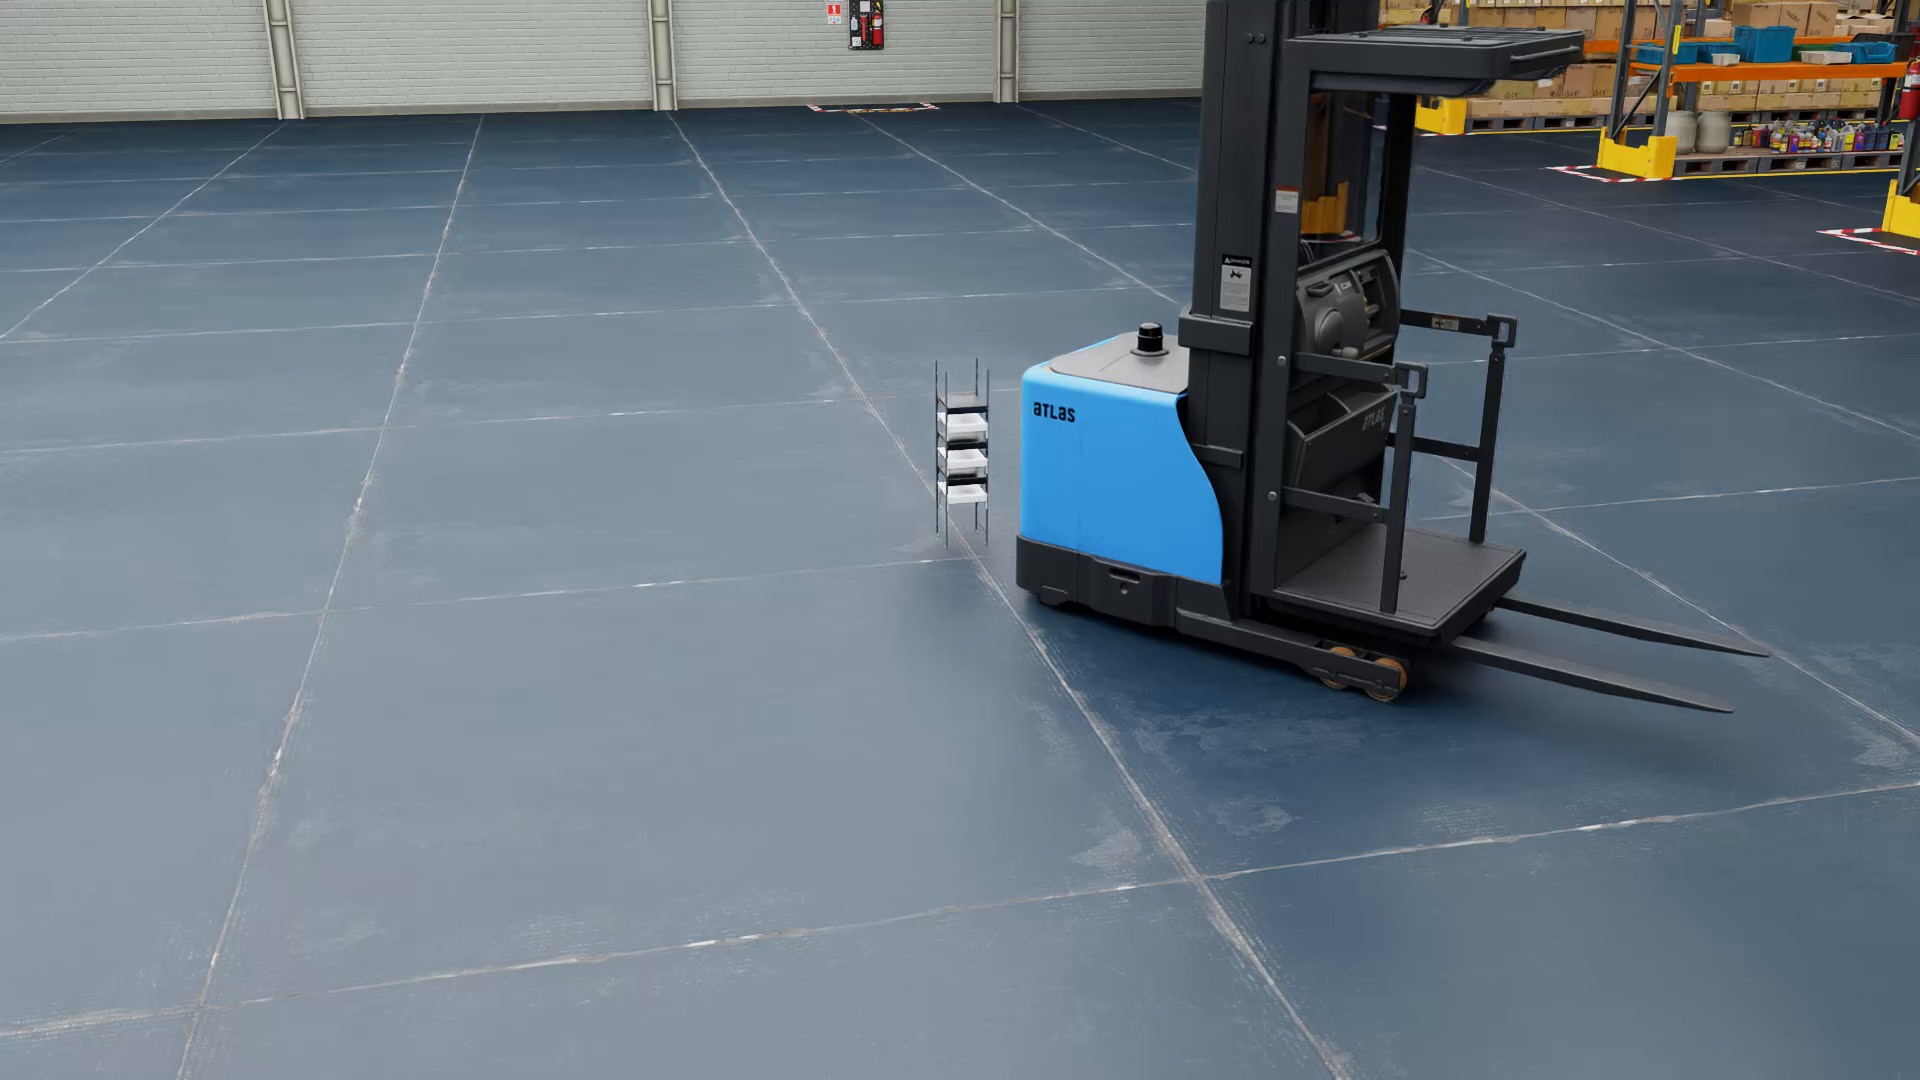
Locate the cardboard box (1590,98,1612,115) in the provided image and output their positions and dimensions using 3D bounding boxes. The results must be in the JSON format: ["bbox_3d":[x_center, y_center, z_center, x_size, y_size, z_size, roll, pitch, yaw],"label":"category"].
[{"bbox_3d":[9.833,-6.731,25.714,0.500,0.250,0.500,-5,21,-12],"label":"cardboard box"}]

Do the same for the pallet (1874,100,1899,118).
[{"bbox_3d":[15.834,-7.069,27.305,1.213,0.211,1.003,-5,21,-12],"label":"pallet"}]

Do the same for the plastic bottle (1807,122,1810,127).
[{"bbox_3d":[11.107,-5.349,21.865,0.133,0.283,0.061,-4,20,-10],"label":"plastic bottle"}]

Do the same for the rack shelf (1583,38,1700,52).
[{"bbox_3d":[9.260,-7.519,25.526,4.000,0.370,1.077,-5,21,-12],"label":"rack shelf"}]

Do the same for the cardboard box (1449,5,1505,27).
[{"bbox_3d":[7.771,-7.778,25.042,0.500,0.500,0.700,-5,21,-12],"label":"cardboard box"}]

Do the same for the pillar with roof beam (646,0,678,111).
[{"bbox_3d":[-4.035,-10.127,22.879,0.400,9.000,9.100,-5,21,-12],"label":"pillar with roof beam"}]

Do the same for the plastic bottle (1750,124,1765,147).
[{"bbox_3d":[10.387,-5.271,21.662,0.135,0.276,0.152,-4,21,-12],"label":"plastic bottle"}]

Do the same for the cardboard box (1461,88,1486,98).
[{"bbox_3d":[7.767,-7.099,25.629,0.500,0.500,0.500,-5,21,-12],"label":"cardboard box"}]

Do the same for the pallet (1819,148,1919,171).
[{"bbox_3d":[11.679,-5.008,21.680,1.213,0.211,1.003,-5,21,-12],"label":"pallet"}]

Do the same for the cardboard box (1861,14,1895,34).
[{"bbox_3d":[14.735,-8.276,26.675,0.500,0.311,0.500,-3,20,-9],"label":"cardboard box"}]

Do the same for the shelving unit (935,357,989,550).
[{"bbox_3d":[0.008,-0.423,8.162,0.210,0.900,0.258,-5,21,-12],"label":"shelving unit"}]

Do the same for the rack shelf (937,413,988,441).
[{"bbox_3d":[0.008,-0.561,8.111,0.200,0.077,0.258,-5,21,-12],"label":"rack shelf"}]

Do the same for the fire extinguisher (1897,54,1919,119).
[{"bbox_3d":[9.372,-4.491,16.326,0.183,0.674,0.296,-5,21,-12],"label":"fire extinguisher"}]

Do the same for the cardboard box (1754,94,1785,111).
[{"bbox_3d":[12.657,-6.952,26.319,0.500,0.250,0.500,-5,21,-14],"label":"cardboard box"}]

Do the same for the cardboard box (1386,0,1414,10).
[{"bbox_3d":[7.691,-9.659,29.421,0.500,0.500,0.500,-5,21,-14],"label":"cardboard box"}]

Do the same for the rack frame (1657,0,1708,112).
[{"bbox_3d":[11.206,-8.015,25.834,0.127,3.000,1.000,-5,21,-12],"label":"rack frame"}]

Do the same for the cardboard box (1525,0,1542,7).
[{"bbox_3d":[8.490,-8.069,24.894,0.250,0.149,0.380,-5,21,-13],"label":"cardboard box"}]

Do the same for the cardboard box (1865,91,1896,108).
[{"bbox_3d":[14.643,-7.114,26.763,0.500,0.250,0.500,-4,21,-11],"label":"cardboard box"}]

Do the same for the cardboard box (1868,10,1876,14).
[{"bbox_3d":[17.344,-10.048,31.720,0.250,0.149,0.380,-4,21,-11],"label":"cardboard box"}]

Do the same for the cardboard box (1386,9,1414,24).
[{"bbox_3d":[7.717,-9.312,29.563,0.500,0.250,0.500,-5,21,-13],"label":"cardboard box"}]

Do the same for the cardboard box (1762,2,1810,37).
[{"bbox_3d":[12.957,-8.199,26.190,0.500,0.500,0.500,-5,21,-12],"label":"cardboard box"}]

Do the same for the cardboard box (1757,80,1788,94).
[{"bbox_3d":[12.657,-7.213,26.216,0.500,0.311,0.500,-5,21,-14],"label":"cardboard box"}]

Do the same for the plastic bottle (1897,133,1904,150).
[{"bbox_3d":[12.061,-5.116,21.349,0.097,0.201,0.097,0,20,0],"label":"plastic bottle"}]

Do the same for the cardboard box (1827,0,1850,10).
[{"bbox_3d":[16.471,-10.301,31.467,0.500,0.500,0.500,-5,21,-12],"label":"cardboard box"}]

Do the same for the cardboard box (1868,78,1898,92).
[{"bbox_3d":[14.646,-7.377,26.664,0.500,0.311,0.500,-4,21,-11],"label":"cardboard box"}]

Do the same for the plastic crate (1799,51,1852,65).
[{"bbox_3d":[10.820,-6.020,20.770,0.437,0.136,0.530,-5,21,-12],"label":"plastic crate"}]

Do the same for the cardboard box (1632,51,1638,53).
[{"bbox_3d":[12.697,-9.276,31.180,0.500,0.250,0.500,-4,21,-11],"label":"cardboard box"}]

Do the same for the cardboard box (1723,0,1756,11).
[{"bbox_3d":[14.487,-10.138,31.023,0.500,0.500,0.500,-4,21,-11],"label":"cardboard box"}]

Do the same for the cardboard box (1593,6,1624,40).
[{"bbox_3d":[9.775,-7.942,25.491,0.500,0.500,0.700,-4,21,-12],"label":"cardboard box"}]

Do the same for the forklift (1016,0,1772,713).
[{"bbox_3d":[1.746,-0.946,6.637,3.031,2.935,1.130,14,24,33],"label":"forklift"}]

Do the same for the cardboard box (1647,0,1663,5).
[{"bbox_3d":[10.495,-8.233,25.340,0.250,0.149,0.380,-5,21,-14],"label":"cardboard box"}]

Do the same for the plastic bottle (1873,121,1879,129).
[{"bbox_3d":[11.749,-5.220,21.416,0.185,0.351,0.144,-5,21,-12],"label":"plastic bottle"}]

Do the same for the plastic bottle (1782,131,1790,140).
[{"bbox_3d":[10.753,-5.224,21.644,0.097,0.201,0.097,0,20,0],"label":"plastic bottle"}]

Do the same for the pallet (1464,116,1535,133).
[{"bbox_3d":[8.048,-6.464,25.653,1.213,0.211,1.003,-5,21,-12],"label":"pallet"}]

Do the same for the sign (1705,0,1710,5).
[{"bbox_3d":[11.335,-8.273,25.165,0.005,0.325,0.100,-5,21,-12],"label":"sign"}]

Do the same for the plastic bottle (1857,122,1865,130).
[{"bbox_3d":[11.931,-5.404,22.032,0.097,0.271,0.097,0,20,0],"label":"plastic bottle"}]

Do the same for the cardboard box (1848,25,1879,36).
[{"bbox_3d":[14.287,-8.050,26.295,0.250,0.149,0.380,-5,21,-12],"label":"cardboard box"}]

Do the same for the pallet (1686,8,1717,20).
[{"bbox_3d":[13.286,-9.807,31.006,1.003,0.211,1.213,-5,21,-12],"label":"pallet"}]

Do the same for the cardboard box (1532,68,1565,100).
[{"bbox_3d":[8.856,-7.009,25.384,0.500,0.500,0.500,-5,21,-12],"label":"cardboard box"}]

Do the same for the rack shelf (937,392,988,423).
[{"bbox_3d":[0.008,-0.645,8.080,0.200,0.077,0.258,-5,21,-12],"label":"rack shelf"}]

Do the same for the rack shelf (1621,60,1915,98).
[{"bbox_3d":[10.396,-5.861,20.999,4.000,0.370,1.077,-5,21,-12],"label":"rack shelf"}]

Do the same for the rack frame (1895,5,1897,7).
[{"bbox_3d":[17.848,-10.306,32.088,0.127,3.000,1.000,-5,21,-12],"label":"rack frame"}]

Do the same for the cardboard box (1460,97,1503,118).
[{"bbox_3d":[7.886,-6.573,25.283,0.500,0.250,0.500,-5,21,-12],"label":"cardboard box"}]

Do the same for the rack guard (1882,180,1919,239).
[{"bbox_3d":[9.663,-3.215,16.363,0.348,0.500,1.175,-5,21,-12],"label":"rack guard"}]

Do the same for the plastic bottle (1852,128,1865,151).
[{"bbox_3d":[11.446,-5.098,21.181,0.133,0.283,0.061,-3,20,-9],"label":"plastic bottle"}]

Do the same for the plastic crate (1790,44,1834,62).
[{"bbox_3d":[10.956,-6.244,21.308,0.662,0.188,0.450,-5,21,-12],"label":"plastic crate"}]

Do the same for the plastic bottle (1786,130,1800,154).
[{"bbox_3d":[10.510,-5.022,20.973,0.133,0.283,0.061,-4,21,-12],"label":"plastic bottle"}]

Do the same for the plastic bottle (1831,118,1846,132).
[{"bbox_3d":[11.494,-5.346,21.760,0.185,0.351,0.144,-5,21,-12],"label":"plastic bottle"}]

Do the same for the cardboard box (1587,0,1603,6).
[{"bbox_3d":[9.497,-8.151,25.118,0.250,0.149,0.380,-4,20,-11],"label":"cardboard box"}]

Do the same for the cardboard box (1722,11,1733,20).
[{"bbox_3d":[14.329,-9.830,31.123,0.250,0.149,0.380,-5,21,-13],"label":"cardboard box"}]

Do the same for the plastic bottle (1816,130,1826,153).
[{"bbox_3d":[10.914,-5.056,21.083,0.097,0.271,0.097,0,20,0],"label":"plastic bottle"}]
